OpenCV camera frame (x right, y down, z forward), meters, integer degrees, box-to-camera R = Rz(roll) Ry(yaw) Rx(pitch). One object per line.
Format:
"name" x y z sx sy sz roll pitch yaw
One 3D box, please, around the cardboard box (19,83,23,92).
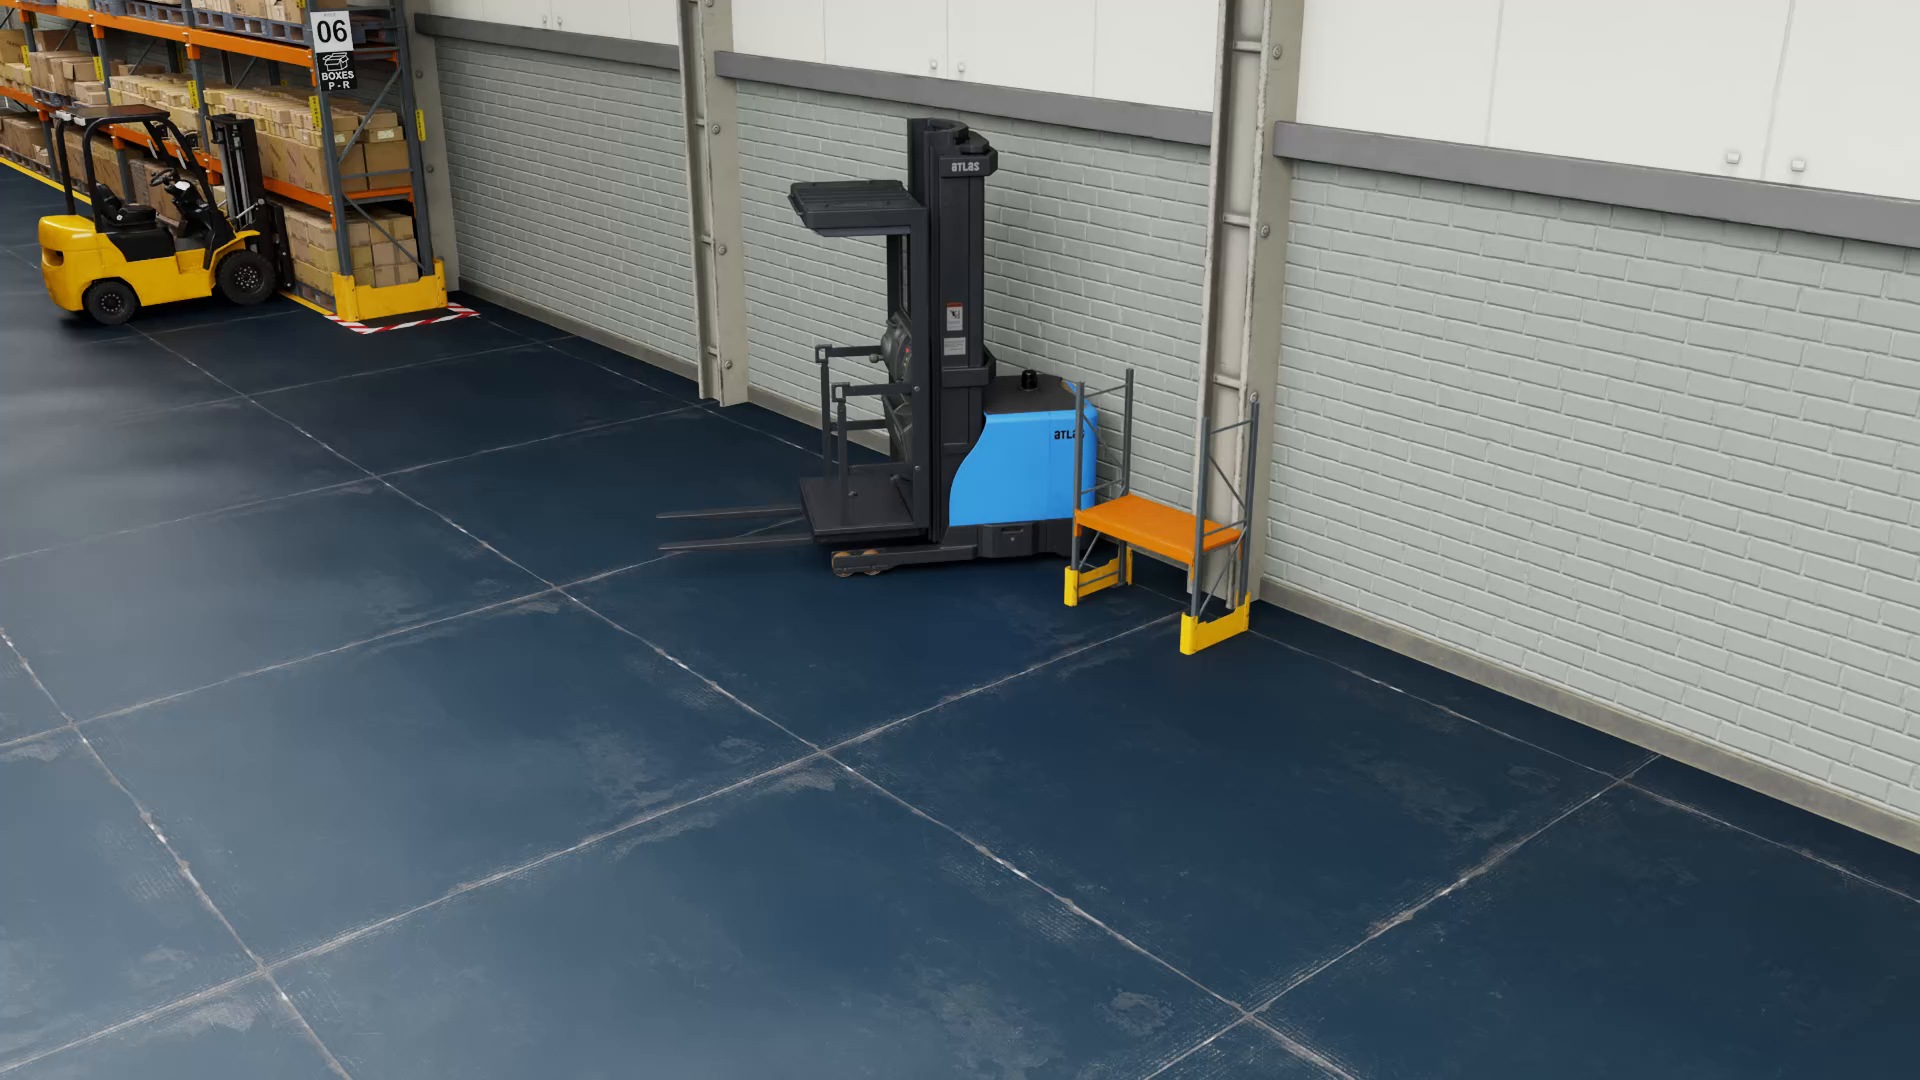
"cardboard box" -15.062 -7.382 27.062 0.380 0.149 0.250 -17 27 -36

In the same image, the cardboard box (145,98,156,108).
"cardboard box" -10.416 -5.713 21.978 0.500 0.250 0.500 -17 27 -37

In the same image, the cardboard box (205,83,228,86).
"cardboard box" -9.943 -5.978 22.106 0.380 0.149 0.250 -17 27 -37

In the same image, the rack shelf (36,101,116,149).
"rack shelf" -12.832 -6.371 25.124 1.077 0.370 4.000 -17 27 -37

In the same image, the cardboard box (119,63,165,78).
"cardboard box" -11.744 -6.575 23.945 0.500 0.500 0.500 -16 26 -35

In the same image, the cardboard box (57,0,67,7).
"cardboard box" -12.701 -7.841 23.984 0.500 0.250 0.500 -17 27 -37

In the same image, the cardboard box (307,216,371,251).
"cardboard box" -6.842 -3.377 18.317 0.500 0.250 0.500 -16 27 -36

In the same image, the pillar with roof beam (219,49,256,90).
"pillar with roof beam" -13.254 -7.777 19.500 9.100 9.000 0.400 -17 27 -37

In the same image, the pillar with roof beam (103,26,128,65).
"pillar with roof beam" -17.171 -9.434 23.732 9.100 9.000 0.400 -17 27 -37

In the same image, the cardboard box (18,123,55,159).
"cardboard box" -15.215 -6.672 27.757 0.700 0.500 0.500 -19 28 -39

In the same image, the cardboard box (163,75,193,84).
"cardboard box" -10.783 -6.329 23.003 0.380 0.149 0.250 -17 27 -37

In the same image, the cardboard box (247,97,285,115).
"cardboard box" -8.032 -5.040 19.304 0.380 0.149 0.250 -18 27 -38

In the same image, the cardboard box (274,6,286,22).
"cardboard box" -7.076 -5.622 17.743 0.380 0.149 0.250 -18 28 -39

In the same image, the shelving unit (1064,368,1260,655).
"shelving unit" 1.256 -0.209 10.461 0.587 1.500 1.083 -18 28 -39

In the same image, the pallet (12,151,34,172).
"pallet" -15.386 -6.487 28.258 1.003 0.211 1.213 -17 27 -37

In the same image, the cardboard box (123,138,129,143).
"cardboard box" -12.516 -6.050 25.280 0.380 0.149 0.250 -17 27 -37

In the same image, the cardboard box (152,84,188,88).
"cardboard box" -10.449 -5.941 22.013 0.380 0.149 0.250 -17 27 -37

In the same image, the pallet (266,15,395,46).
"pallet" -6.747 -5.500 17.923 1.003 0.211 1.213 -17 27 -37

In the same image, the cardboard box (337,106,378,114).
"cardboard box" -6.691 -4.724 18.498 0.380 0.149 0.250 -17 27 -36

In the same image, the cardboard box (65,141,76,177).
"cardboard box" -13.638 -5.958 25.935 0.500 0.500 0.500 -18 28 -38

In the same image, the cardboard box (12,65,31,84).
"cardboard box" -14.993 -7.545 26.932 0.500 0.250 0.500 -17 27 -37

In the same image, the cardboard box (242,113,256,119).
"cardboard box" -8.093 -4.886 19.319 0.380 0.149 0.250 -19 28 -39

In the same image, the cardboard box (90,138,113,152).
"cardboard box" -12.885 -5.936 24.990 0.380 0.149 0.250 -19 28 -40

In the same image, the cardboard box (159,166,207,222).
"cardboard box" -10.258 -4.703 22.559 0.875 0.625 0.625 -19 28 -40

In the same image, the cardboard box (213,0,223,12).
"cardboard box" -8.351 -6.162 19.121 0.380 0.149 0.250 -16 27 -36

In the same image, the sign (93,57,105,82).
"sign" -11.932 -6.524 23.049 0.100 0.325 0.005 -17 27 -37

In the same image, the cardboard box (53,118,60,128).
"cardboard box" -14.059 -6.583 26.233 0.380 0.149 0.250 -18 28 -38

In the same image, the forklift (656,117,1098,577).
"forklift" -0.612 -1.322 11.341 3.031 2.935 1.130 -4 22 -10

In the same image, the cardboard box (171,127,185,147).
"cardboard box" -9.775 -5.193 21.336 0.500 0.250 0.500 -18 27 -38

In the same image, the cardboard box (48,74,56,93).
"cardboard box" -13.522 -6.917 25.138 0.396 0.266 0.258 -16 26 -35

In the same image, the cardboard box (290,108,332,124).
"cardboard box" -7.180 -4.692 18.417 0.380 0.149 0.250 -17 27 -37

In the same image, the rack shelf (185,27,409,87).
"rack shelf" -7.610 -5.558 18.934 1.077 0.370 4.000 -17 27 -37

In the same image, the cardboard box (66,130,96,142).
"cardboard box" -13.690 -6.304 25.928 0.380 0.149 0.250 -19 28 -40

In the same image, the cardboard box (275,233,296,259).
"cardboard box" -7.532 -3.430 19.138 0.500 0.250 0.500 -18 28 -39

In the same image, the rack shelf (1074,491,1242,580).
"rack shelf" 1.262 -0.039 10.520 0.538 0.185 1.000 -18 28 -39

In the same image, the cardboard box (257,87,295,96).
"cardboard box" -8.346 -5.440 20.326 0.380 0.149 0.250 -18 28 -39

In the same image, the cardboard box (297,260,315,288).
"cardboard box" -7.168 -3.053 18.860 0.500 0.250 0.500 -17 27 -37

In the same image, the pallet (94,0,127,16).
"pallet" -11.016 -7.296 22.645 1.213 0.211 1.003 -16 26 -35

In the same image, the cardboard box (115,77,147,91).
"cardboard box" -11.367 -6.271 22.854 0.380 0.149 0.250 -17 27 -36

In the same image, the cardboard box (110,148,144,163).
"cardboard box" -12.041 -5.563 24.038 0.380 0.149 0.250 -19 28 -40

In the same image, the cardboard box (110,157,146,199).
"cardboard box" -11.966 -5.251 24.129 0.500 0.500 0.500 -16 27 -36

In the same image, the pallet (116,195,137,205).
"pallet" -11.986 -5.070 24.640 1.003 0.211 1.213 -17 27 -37

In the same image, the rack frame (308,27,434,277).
"rack frame" -6.305 -3.943 17.939 1.000 3.000 0.127 -17 27 -37

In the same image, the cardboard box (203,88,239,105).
"cardboard box" -8.933 -5.377 20.165 0.380 0.149 0.250 -17 27 -36

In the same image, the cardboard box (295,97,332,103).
"cardboard box" -7.526 -5.080 19.408 0.380 0.149 0.250 -16 27 -36

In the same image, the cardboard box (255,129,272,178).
"cardboard box" -7.828 -4.487 19.189 0.500 0.500 0.500 -17 27 -37

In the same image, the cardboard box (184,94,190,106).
"cardboard box" -9.609 -5.586 21.106 0.380 0.149 0.250 -17 27 -37

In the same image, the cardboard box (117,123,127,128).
"cardboard box" -11.422 -5.903 23.148 0.500 0.250 0.500 -17 27 -37

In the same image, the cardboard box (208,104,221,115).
"cardboard box" -8.907 -5.246 20.239 0.380 0.149 0.250 -18 28 -38

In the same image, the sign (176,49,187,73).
"sign" -11.109 -6.826 23.711 0.100 0.325 0.005 -17 27 -37

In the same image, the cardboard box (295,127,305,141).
"cardboard box" -7.056 -4.471 18.259 0.380 0.149 0.250 -17 27 -36

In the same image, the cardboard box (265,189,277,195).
"cardboard box" -8.512 -4.077 20.104 0.500 0.250 0.500 -17 27 -37
